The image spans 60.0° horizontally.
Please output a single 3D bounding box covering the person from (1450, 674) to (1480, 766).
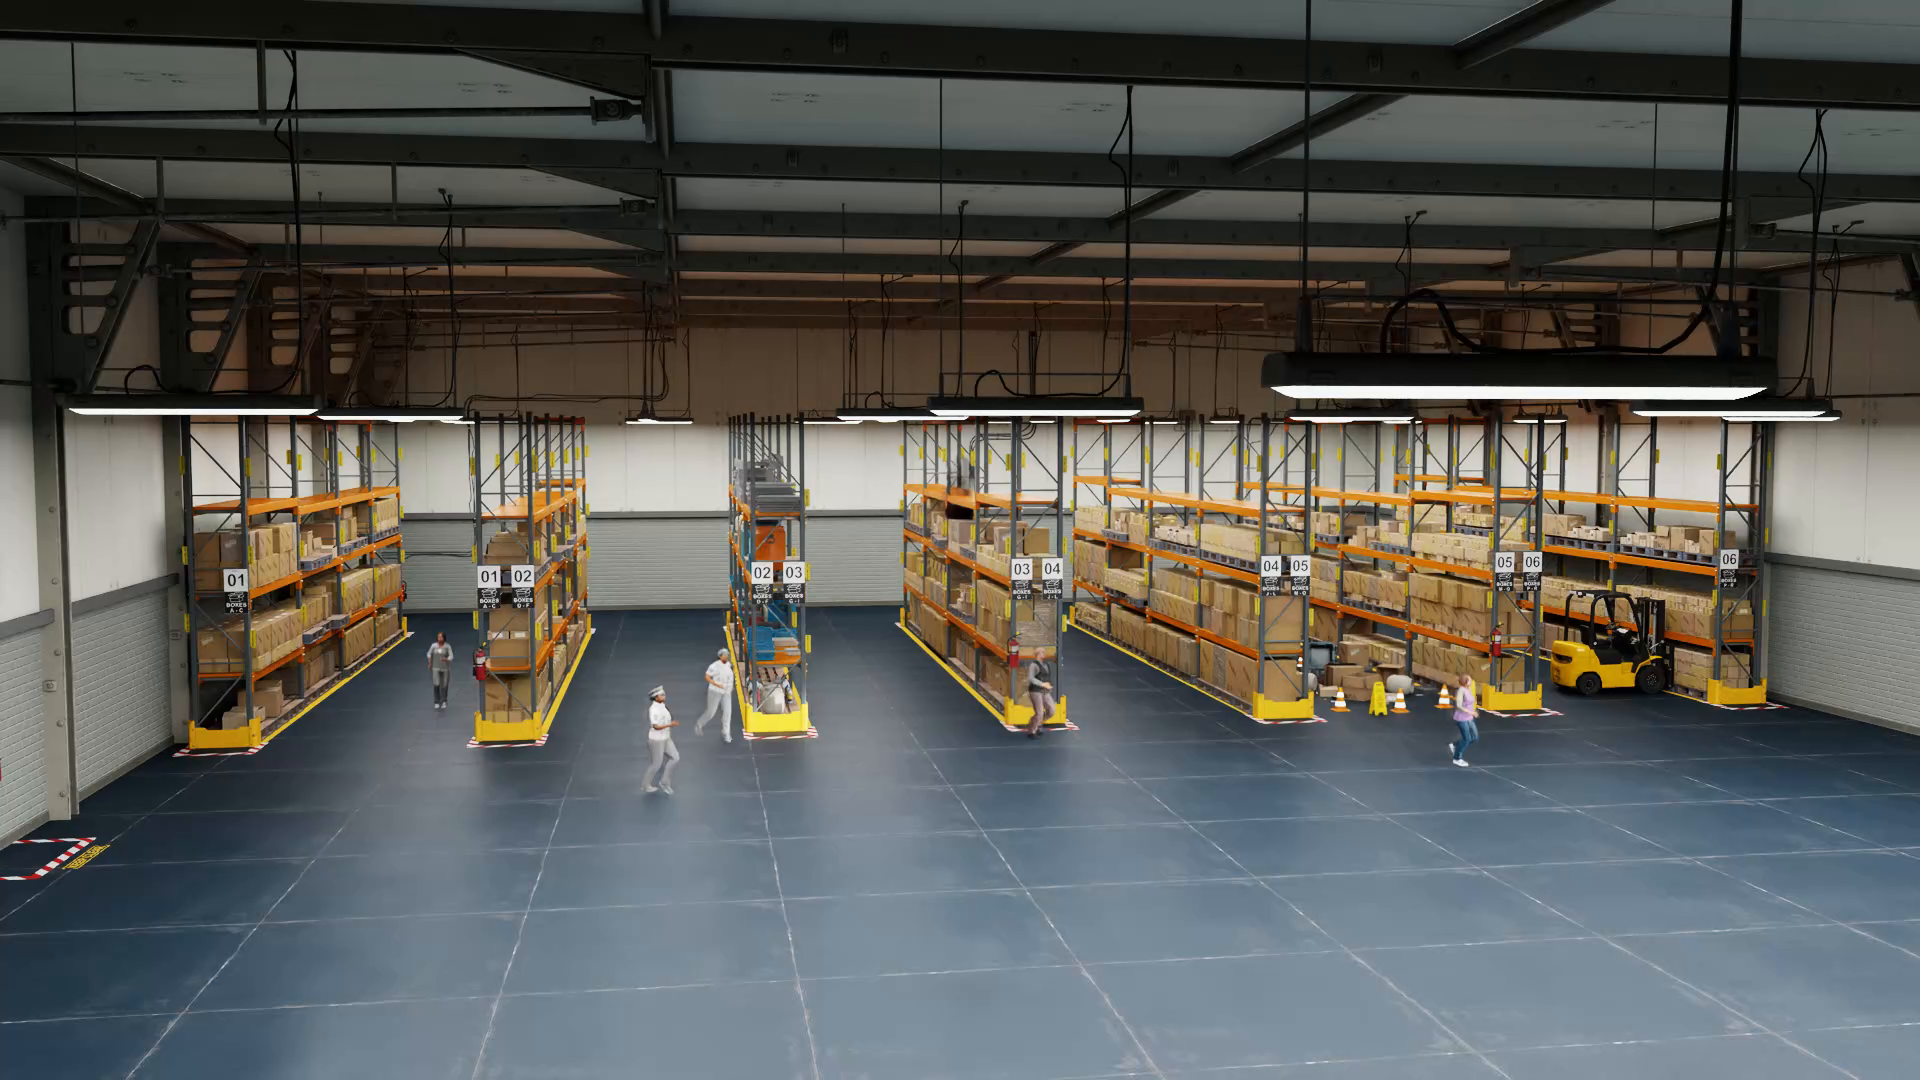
[{"bbox_3d":[8.534,3.034,28.090,0.562,1.560,0.568,3,5,37],"label":"person"}]

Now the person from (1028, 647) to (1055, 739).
[{"bbox_3d":[1.525,2.809,30.512,0.580,1.694,0.697,3,5,39],"label":"person"}]

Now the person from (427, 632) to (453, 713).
[{"bbox_3d":[-10.444,2.657,33.430,0.503,1.602,0.682,-1,4,-18],"label":"person"}]

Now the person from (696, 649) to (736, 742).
[{"bbox_3d":[-4.385,2.821,30.541,0.692,1.650,0.924,-3,5,-42],"label":"person"}]

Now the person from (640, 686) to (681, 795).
[{"bbox_3d":[-4.642,3.128,25.858,0.681,1.736,0.553,1,4,11],"label":"person"}]
